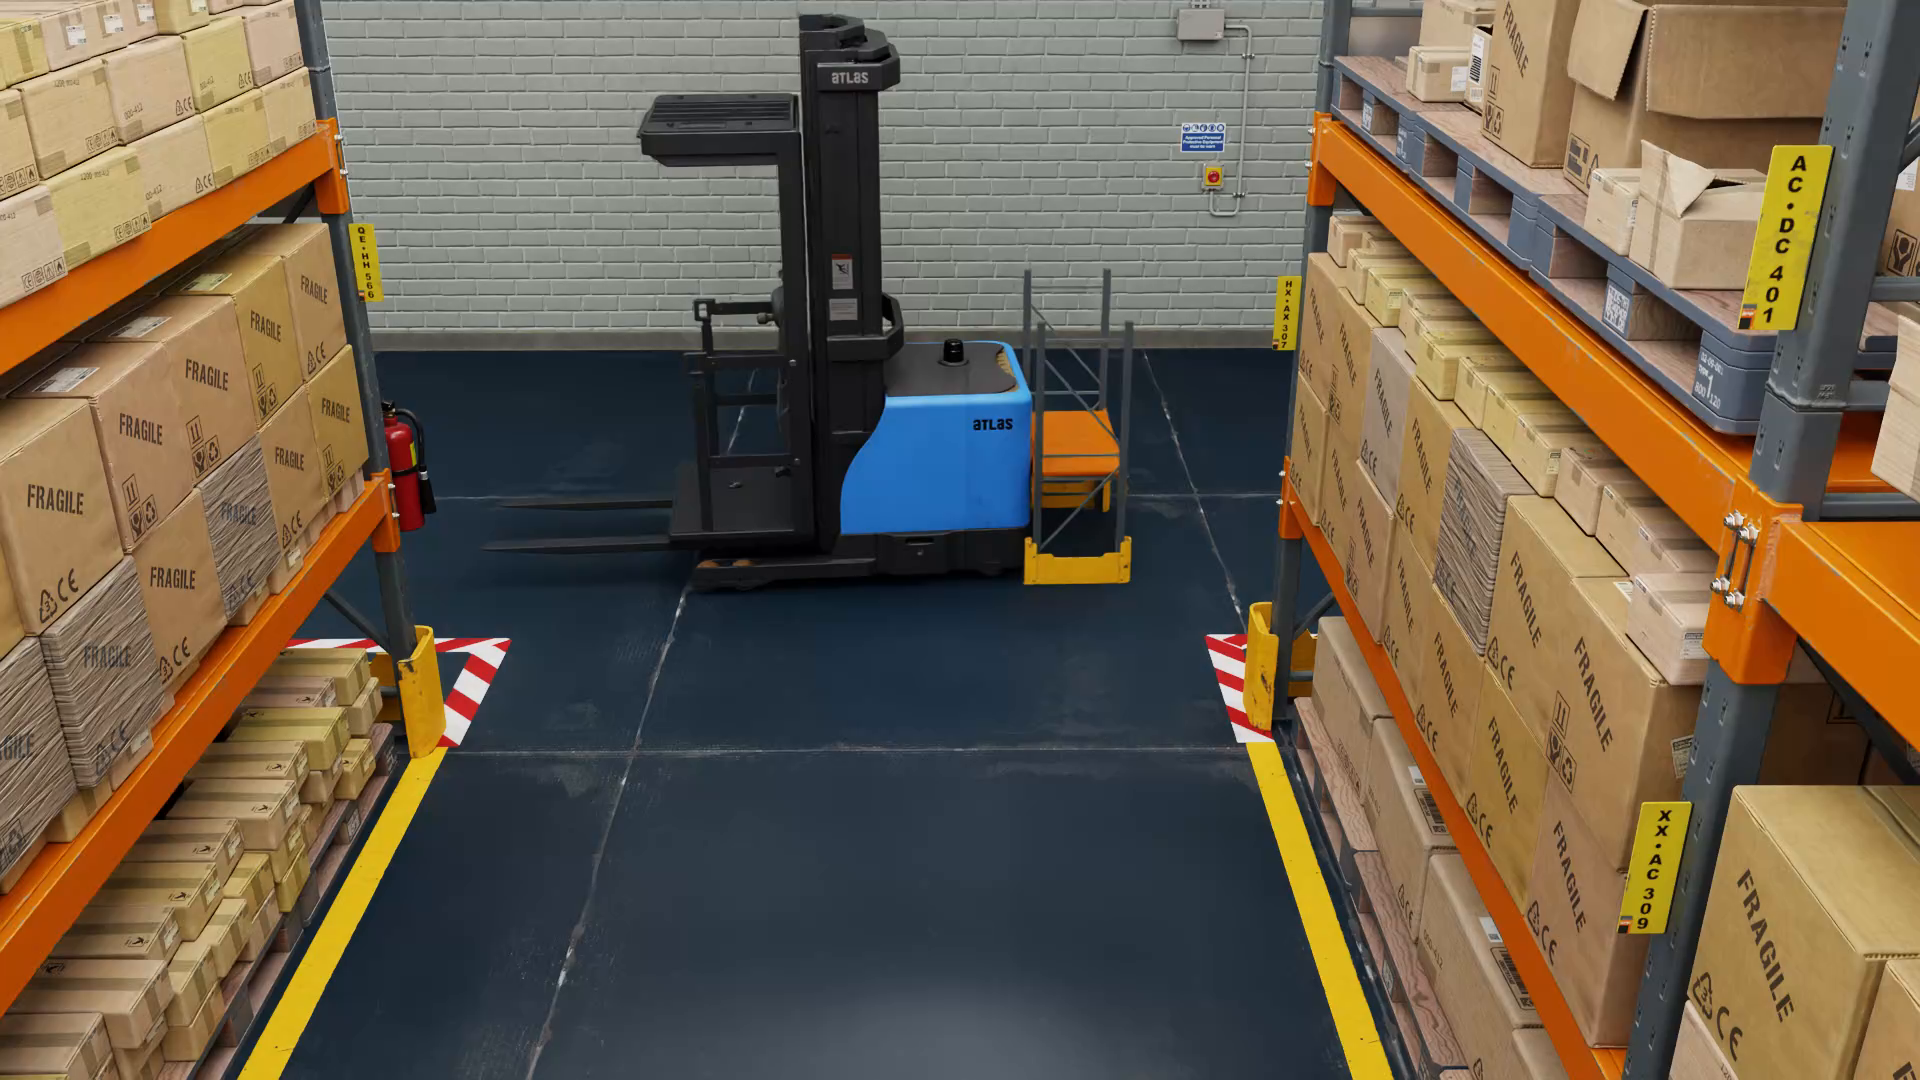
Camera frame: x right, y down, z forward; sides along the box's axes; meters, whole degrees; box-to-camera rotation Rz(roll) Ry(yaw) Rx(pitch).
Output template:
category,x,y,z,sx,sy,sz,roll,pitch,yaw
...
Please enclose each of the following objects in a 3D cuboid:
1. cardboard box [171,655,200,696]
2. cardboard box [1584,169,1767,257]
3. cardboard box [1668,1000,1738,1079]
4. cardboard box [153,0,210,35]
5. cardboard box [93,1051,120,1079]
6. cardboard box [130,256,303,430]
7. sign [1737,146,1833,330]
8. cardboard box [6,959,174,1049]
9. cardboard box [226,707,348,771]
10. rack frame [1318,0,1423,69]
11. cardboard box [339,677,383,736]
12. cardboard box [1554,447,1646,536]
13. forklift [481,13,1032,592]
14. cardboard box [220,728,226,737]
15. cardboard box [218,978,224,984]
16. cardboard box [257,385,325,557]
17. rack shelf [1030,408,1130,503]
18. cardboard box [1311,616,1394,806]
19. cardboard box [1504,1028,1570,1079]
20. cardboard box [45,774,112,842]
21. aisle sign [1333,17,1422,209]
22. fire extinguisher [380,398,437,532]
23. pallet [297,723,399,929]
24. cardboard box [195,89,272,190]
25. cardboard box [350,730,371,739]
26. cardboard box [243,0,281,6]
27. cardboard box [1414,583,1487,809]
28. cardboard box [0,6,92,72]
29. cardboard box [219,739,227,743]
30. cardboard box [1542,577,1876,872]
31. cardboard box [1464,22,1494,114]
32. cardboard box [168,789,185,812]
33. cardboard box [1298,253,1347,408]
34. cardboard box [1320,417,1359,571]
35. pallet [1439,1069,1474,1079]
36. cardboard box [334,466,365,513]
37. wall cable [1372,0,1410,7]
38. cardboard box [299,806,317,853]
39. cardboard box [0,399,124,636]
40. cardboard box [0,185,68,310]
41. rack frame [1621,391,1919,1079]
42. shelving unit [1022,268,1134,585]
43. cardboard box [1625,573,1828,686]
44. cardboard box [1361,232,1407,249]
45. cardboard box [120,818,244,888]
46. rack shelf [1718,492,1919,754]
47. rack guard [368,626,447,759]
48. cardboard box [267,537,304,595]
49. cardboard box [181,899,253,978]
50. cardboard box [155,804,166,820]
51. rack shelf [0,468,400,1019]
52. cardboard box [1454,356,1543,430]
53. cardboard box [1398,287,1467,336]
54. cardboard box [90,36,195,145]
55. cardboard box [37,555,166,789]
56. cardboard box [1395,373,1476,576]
category,x,y,z,sx,sy,sz,roll,pitch,yaw
cardboard box,-2.766,0.414,5.499,0.380,0.149,0.250,0,24,0
cardboard box,1.665,-0.749,3.801,0.380,0.149,0.250,0,24,1
cardboard box,1.718,1.134,3.179,0.500,0.250,0.500,-1,24,-2
cardboard box,-2.680,-1.730,5.386,0.380,0.149,0.250,0,24,0
cardboard box,-2.769,1.680,4.984,0.380,0.149,0.250,-1,24,-3
cardboard box,-2.738,-0.714,5.994,0.500,0.500,0.500,-1,24,-2
sign,1.440,-0.525,2.907,0.100,0.325,0.005,0,24,-1
cardboard box,-2.693,1.438,5.159,0.380,0.149,0.250,0,24,1
cardboard box,-2.663,0.790,6.592,0.380,0.149,0.250,-1,24,-2
rack frame,1.952,-3.271,6.063,1.000,3.000,0.127,0,24,-1
cardboard box,-2.706,0.714,7.119,0.380,0.149,0.250,-1,24,-2
cardboard box,1.766,-0.128,4.271,0.380,0.149,0.250,0,24,-1
forklift,-1.147,-1.278,9.018,3.031,2.935,1.130,-2,24,-5
cardboard box,-3.248,0.715,7.118,0.380,0.149,0.250,1,24,2
cardboard box,-2.770,1.488,5.770,0.380,0.149,0.250,0,24,1
cardboard box,-2.734,-0.259,6.200,0.500,0.500,0.500,-1,24,-1
rack shelf,0.633,-0.495,9.461,0.538,0.185,1.000,-1,24,-2
cardboard box,2.059,0.710,7.140,0.875,0.438,0.875,-1,24,-2
cardboard box,2.096,1.827,4.669,0.875,0.438,0.875,-1,24,-1
cardboard box,-2.696,0.739,4.782,0.380,0.149,0.250,0,24,0
aisle sign,1.661,-1.751,6.826,0.394,0.787,0.004,0,24,-1
fire extinguisher,-2.538,-0.375,7.485,0.296,0.674,0.183,0,24,-1
pallet,-3.023,1.163,6.923,1.003,0.211,1.213,0,24,-1
cardboard box,-2.715,-1.376,5.694,0.500,0.250,0.500,0,24,0
cardboard box,-2.783,0.850,7.181,0.380,0.149,0.250,0,24,0
cardboard box,-2.700,-2.046,6.085,0.380,0.149,0.250,0,24,-1
cardboard box,1.703,0.456,4.981,0.500,0.500,0.500,-1,24,-1
cardboard box,-2.705,-1.412,4.683,0.380,0.149,0.250,-1,24,-2
cardboard box,-3.227,0.959,6.941,0.380,0.149,0.250,0,24,-1
cardboard box,1.714,0.416,3.855,0.500,0.500,0.500,0,24,-1
cardboard box,1.918,-1.484,5.228,0.500,0.311,0.500,0,24,0
cardboard box,-2.799,1.040,6.400,0.380,0.149,0.250,-1,24,-1
cardboard box,1.672,-0.840,6.632,0.500,0.500,0.500,-1,24,-2
cardboard box,1.703,-0.176,6.378,0.500,0.500,0.500,-1,24,-1
pallet,2.065,2.067,4.923,1.003,0.211,1.213,0,24,-1
cardboard box,-2.711,-0.226,6.915,0.380,0.149,0.250,0,24,0
wall cable,3.285,-3.335,12.252,0.588,1.984,0.122,0,24,-1
cardboard box,-2.746,1.166,6.482,0.380,0.149,0.250,0,24,0
cardboard box,-2.710,-0.071,4.571,0.500,0.500,0.500,0,24,0
cardboard box,-2.695,-0.737,4.282,0.500,0.250,0.500,1,24,2
rack frame,1.995,1.110,3.655,1.000,3.000,0.127,0,24,-1
shelving unit,0.633,-0.663,9.396,0.587,1.500,1.083,-1,24,-2
cardboard box,1.674,0.188,3.572,0.380,0.149,0.250,-1,24,-2
cardboard box,1.753,-1.079,6.375,0.380,0.149,0.250,0,24,1
cardboard box,-2.773,1.116,5.870,0.380,0.149,0.250,-1,24,-2
rack shelf,2.017,0.896,1.363,1.077,0.370,4.000,0,24,-1
rack guard,-2.996,0.696,7.604,1.175,0.500,0.348,0,24,-1
cardboard box,-2.702,0.085,6.228,0.380,0.149,0.250,0,24,1
cardboard box,-2.665,1.361,5.690,0.380,0.149,0.250,0,24,0
cardboard box,-3.316,1.035,6.411,0.380,0.149,0.250,0,24,1
rack shelf,-2.975,0.678,5.484,1.077,0.370,4.000,0,24,-1
cardboard box,1.705,-0.440,4.961,0.380,0.149,0.250,0,24,-1
cardboard box,1.717,-0.755,5.658,0.380,0.149,0.250,0,24,0
cardboard box,-2.728,-1.390,5.118,0.500,0.250,0.500,0,24,0
cardboard box,-2.689,0.376,4.795,0.500,0.500,0.500,-1,24,-2
cardboard box,1.704,-0.209,5.238,0.500,0.500,0.500,0,24,0
